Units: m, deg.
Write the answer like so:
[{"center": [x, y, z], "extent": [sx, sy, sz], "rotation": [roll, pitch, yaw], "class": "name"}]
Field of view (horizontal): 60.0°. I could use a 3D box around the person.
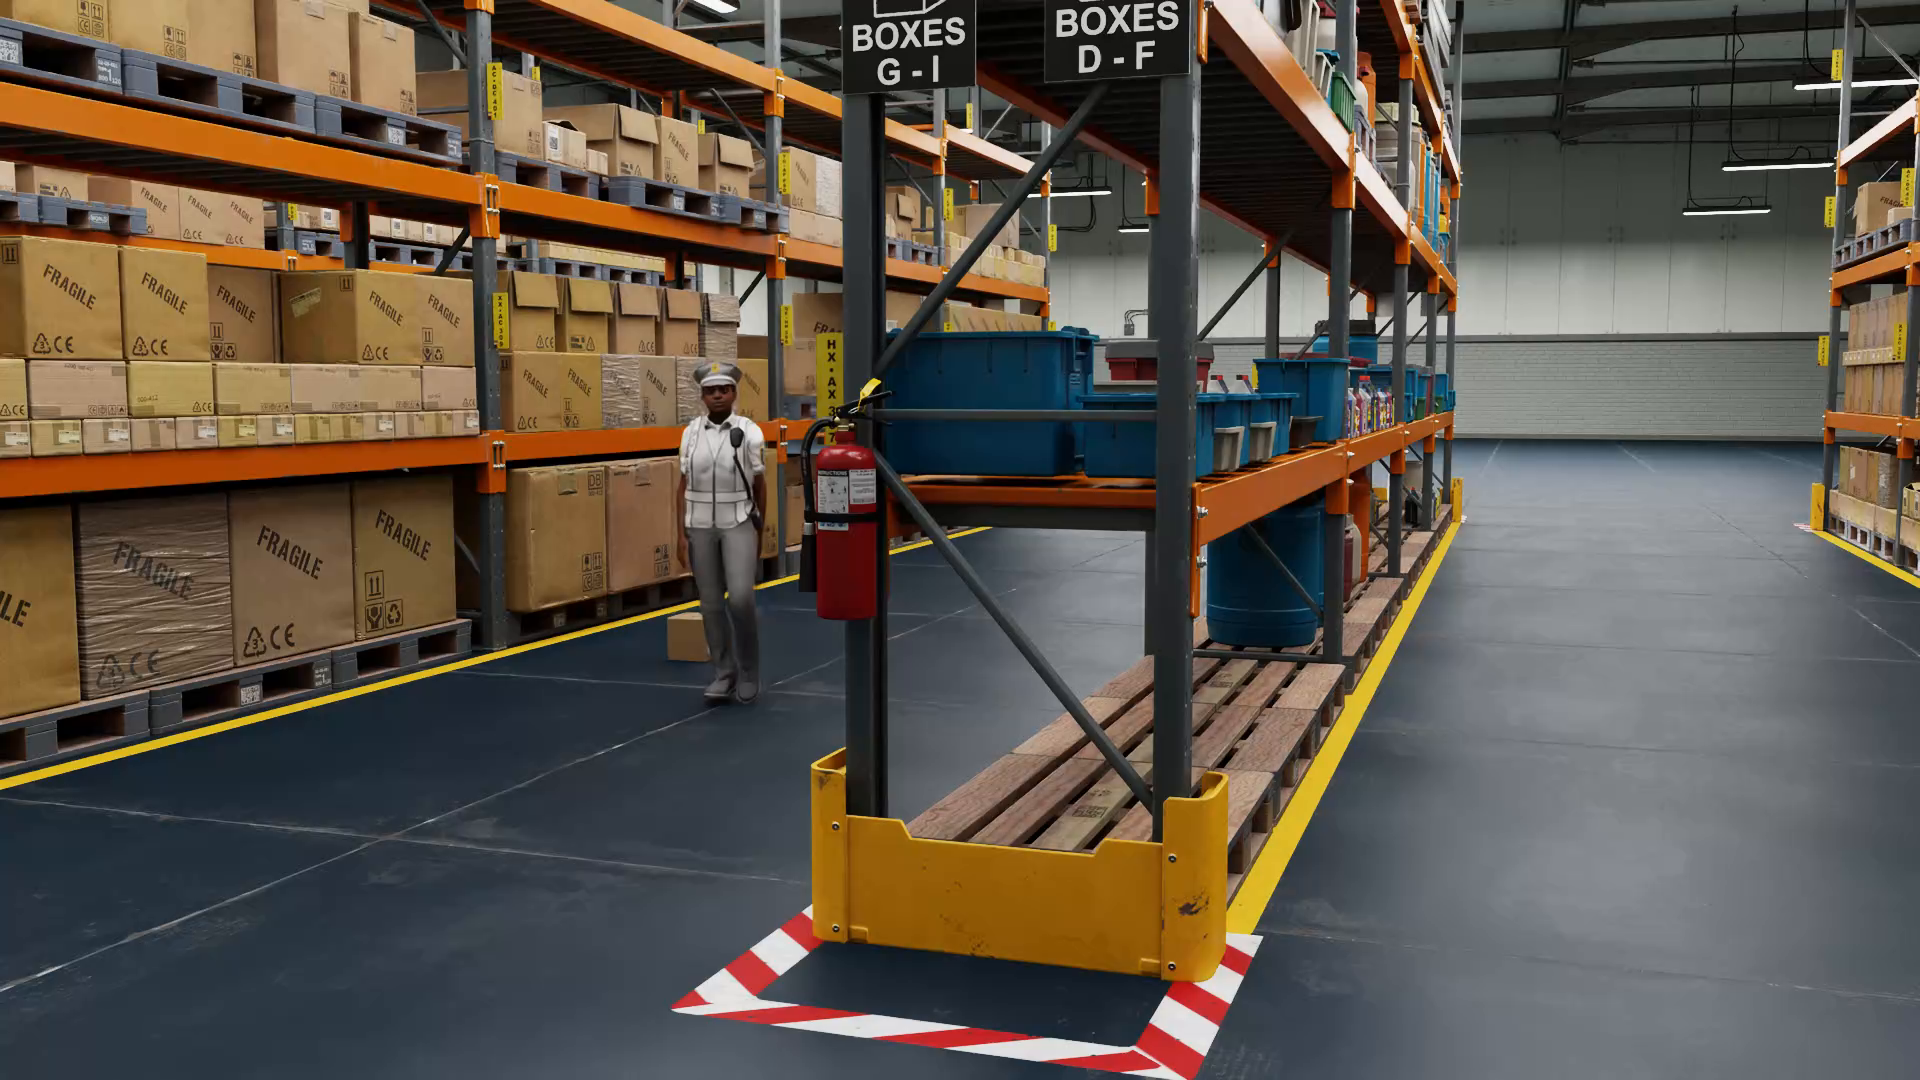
[{"center": [-1.194, -0.027, 8.265], "extent": [0.433, 1.710, 0.428], "rotation": [1, 5, 6], "class": "person"}]
